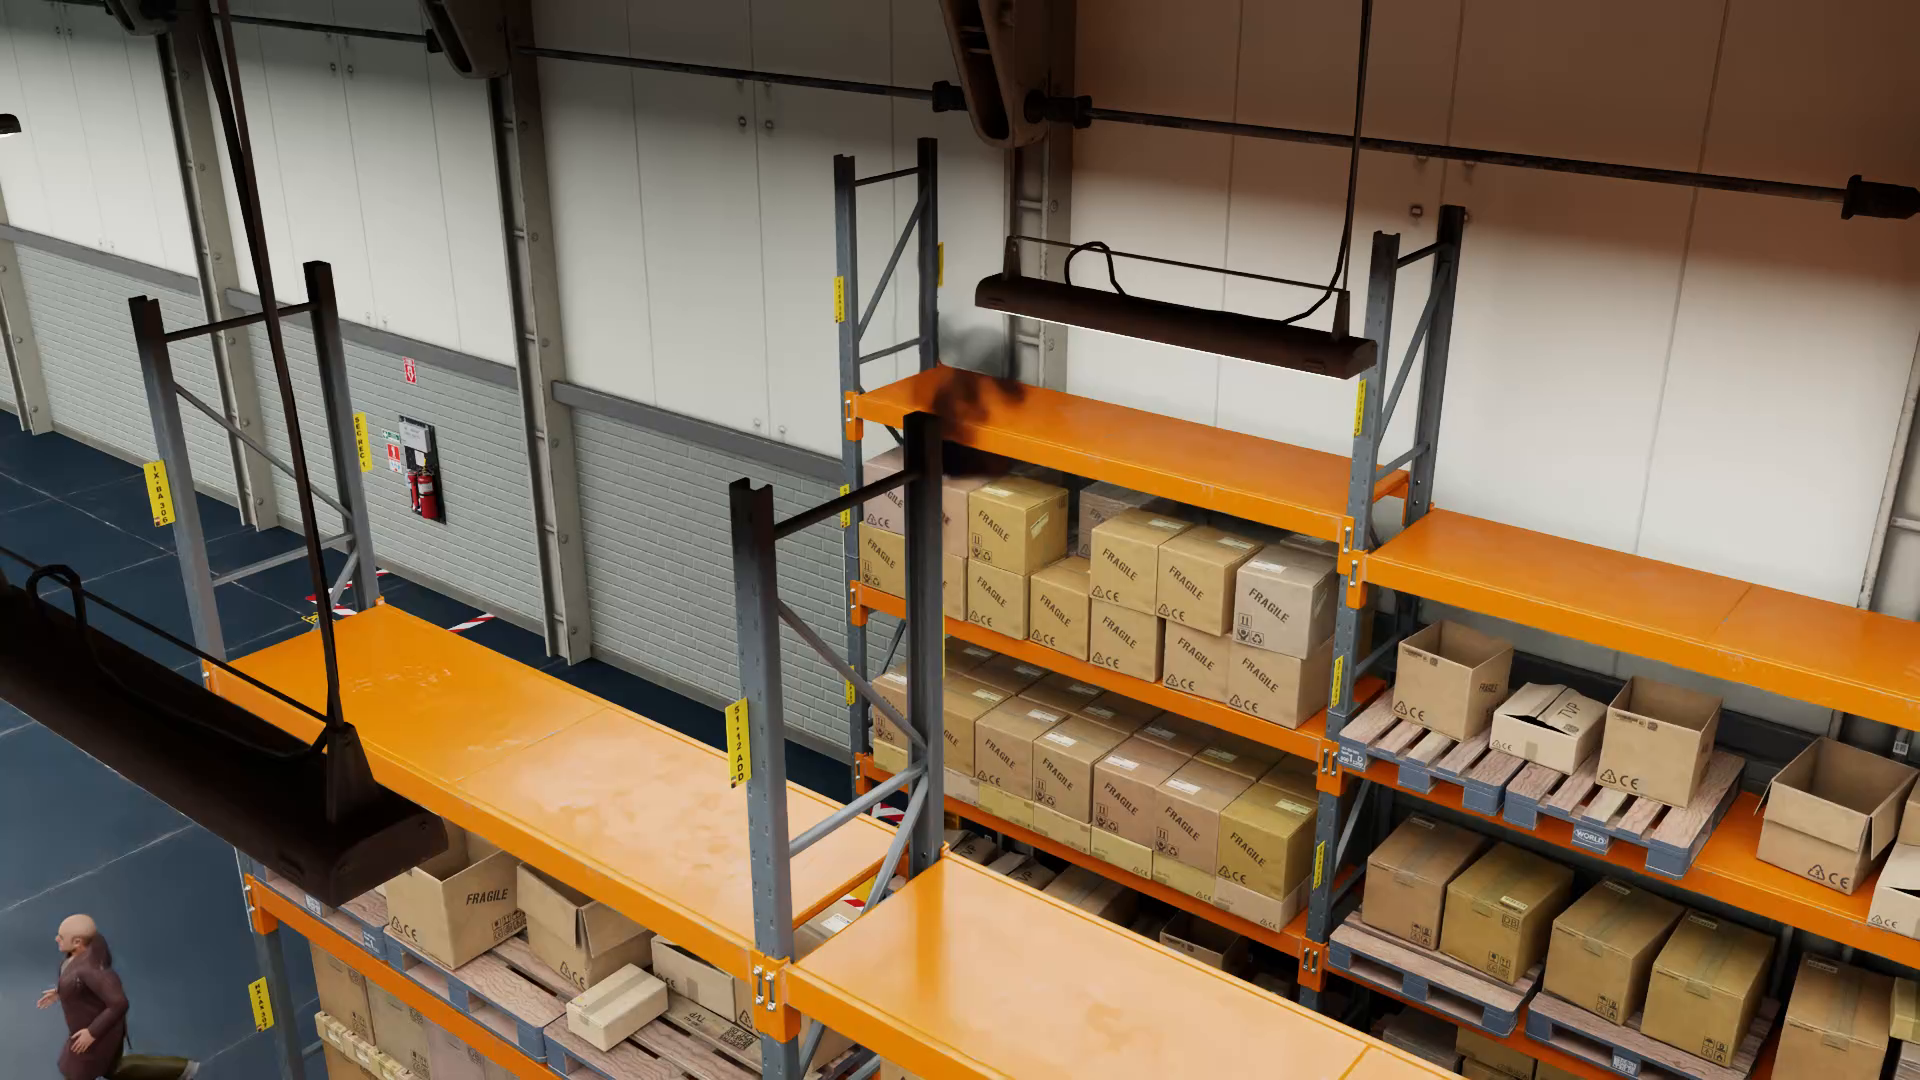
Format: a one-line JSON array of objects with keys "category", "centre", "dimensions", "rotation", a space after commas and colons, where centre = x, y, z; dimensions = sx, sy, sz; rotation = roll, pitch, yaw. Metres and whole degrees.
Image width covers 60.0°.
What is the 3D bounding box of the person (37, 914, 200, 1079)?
[{"category": "person", "centre": [-5.542, 3.171, 10.763], "dimensions": [0.987, 1.775, 0.732], "rotation": [-9, 24, -20]}]
